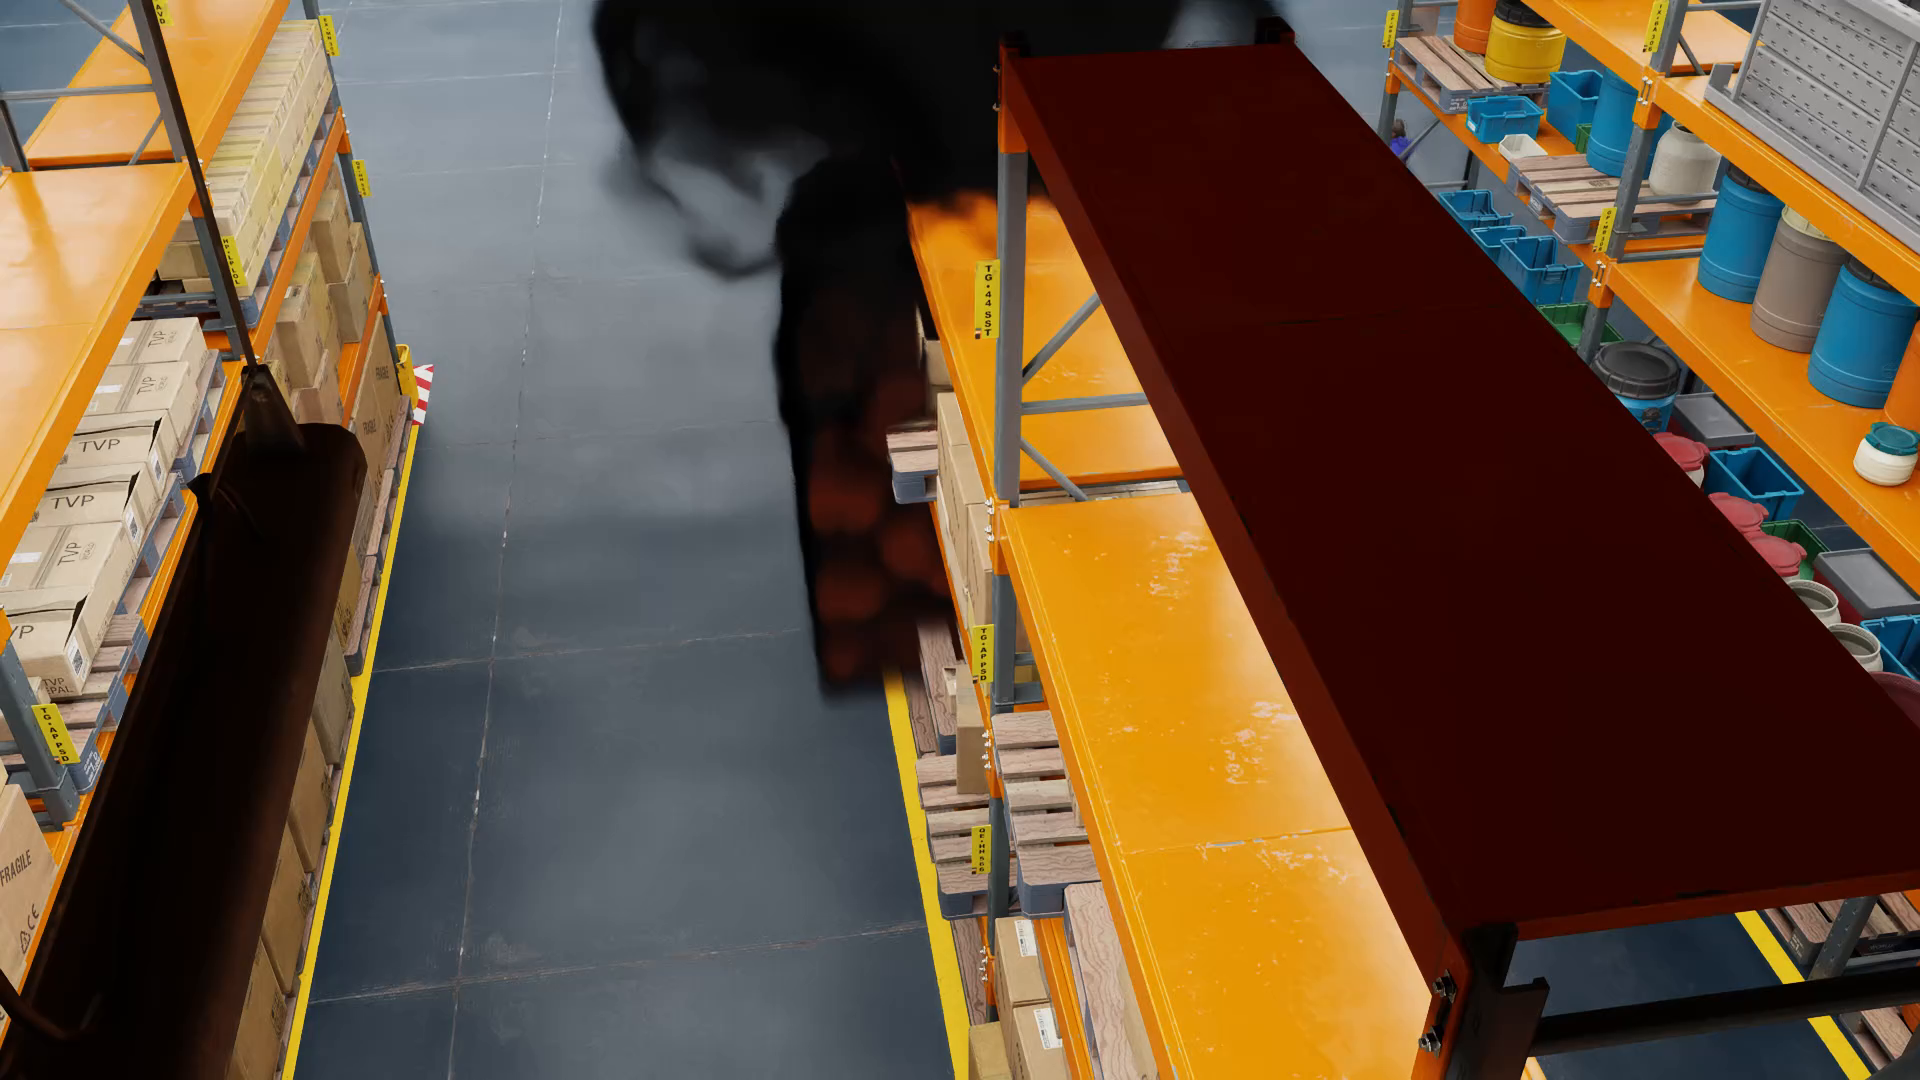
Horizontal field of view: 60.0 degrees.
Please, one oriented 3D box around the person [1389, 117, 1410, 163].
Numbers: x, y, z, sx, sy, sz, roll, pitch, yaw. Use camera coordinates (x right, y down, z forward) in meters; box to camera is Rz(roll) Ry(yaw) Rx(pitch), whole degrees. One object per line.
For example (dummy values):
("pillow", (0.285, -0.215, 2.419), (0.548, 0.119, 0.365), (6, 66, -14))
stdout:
("person", (4.384, -3.556, 16.948), (0.563, 1.599, 0.650), (15, 39, 20))
